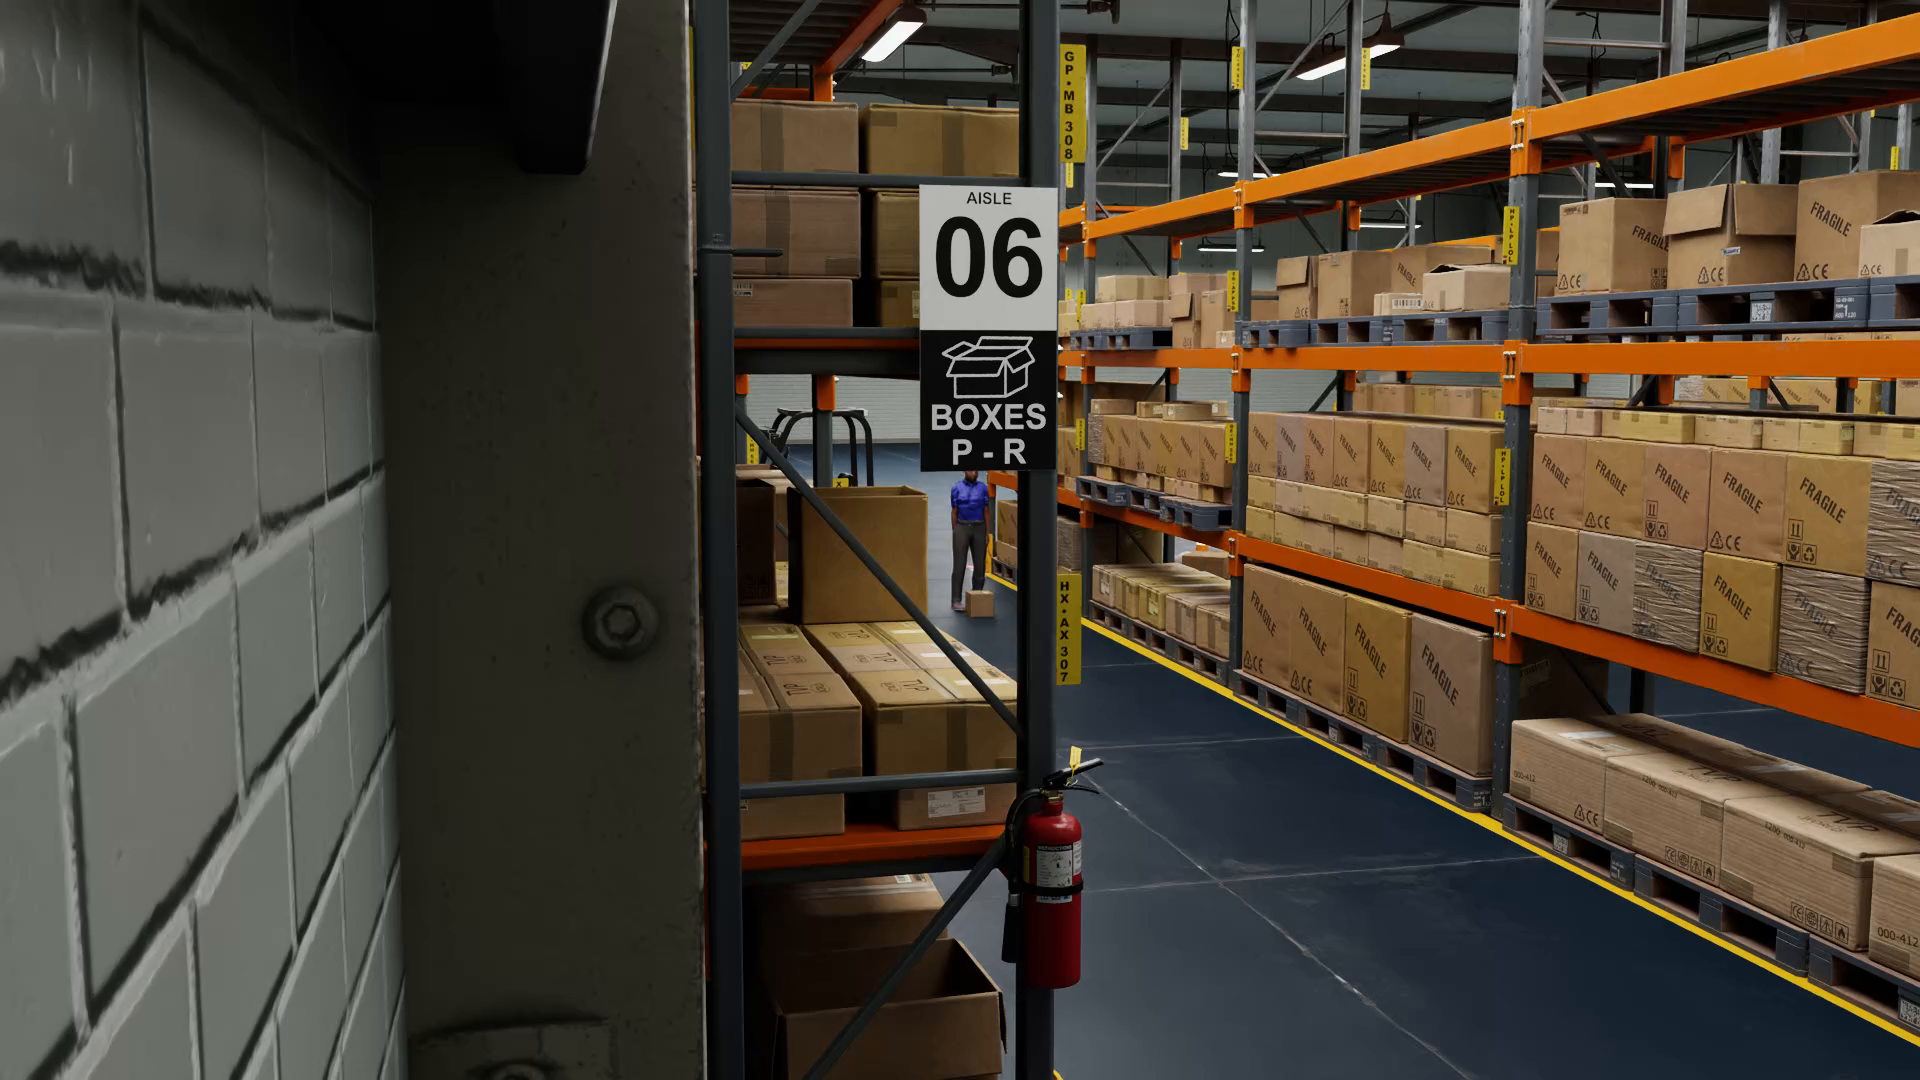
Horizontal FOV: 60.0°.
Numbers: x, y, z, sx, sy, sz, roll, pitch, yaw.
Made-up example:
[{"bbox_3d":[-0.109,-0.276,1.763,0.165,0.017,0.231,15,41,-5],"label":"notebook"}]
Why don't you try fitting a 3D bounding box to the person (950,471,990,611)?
[{"bbox_3d":[0.120,-0.061,18.036,0.438,1.657,0.302,-1,6,-13],"label":"person"}]
